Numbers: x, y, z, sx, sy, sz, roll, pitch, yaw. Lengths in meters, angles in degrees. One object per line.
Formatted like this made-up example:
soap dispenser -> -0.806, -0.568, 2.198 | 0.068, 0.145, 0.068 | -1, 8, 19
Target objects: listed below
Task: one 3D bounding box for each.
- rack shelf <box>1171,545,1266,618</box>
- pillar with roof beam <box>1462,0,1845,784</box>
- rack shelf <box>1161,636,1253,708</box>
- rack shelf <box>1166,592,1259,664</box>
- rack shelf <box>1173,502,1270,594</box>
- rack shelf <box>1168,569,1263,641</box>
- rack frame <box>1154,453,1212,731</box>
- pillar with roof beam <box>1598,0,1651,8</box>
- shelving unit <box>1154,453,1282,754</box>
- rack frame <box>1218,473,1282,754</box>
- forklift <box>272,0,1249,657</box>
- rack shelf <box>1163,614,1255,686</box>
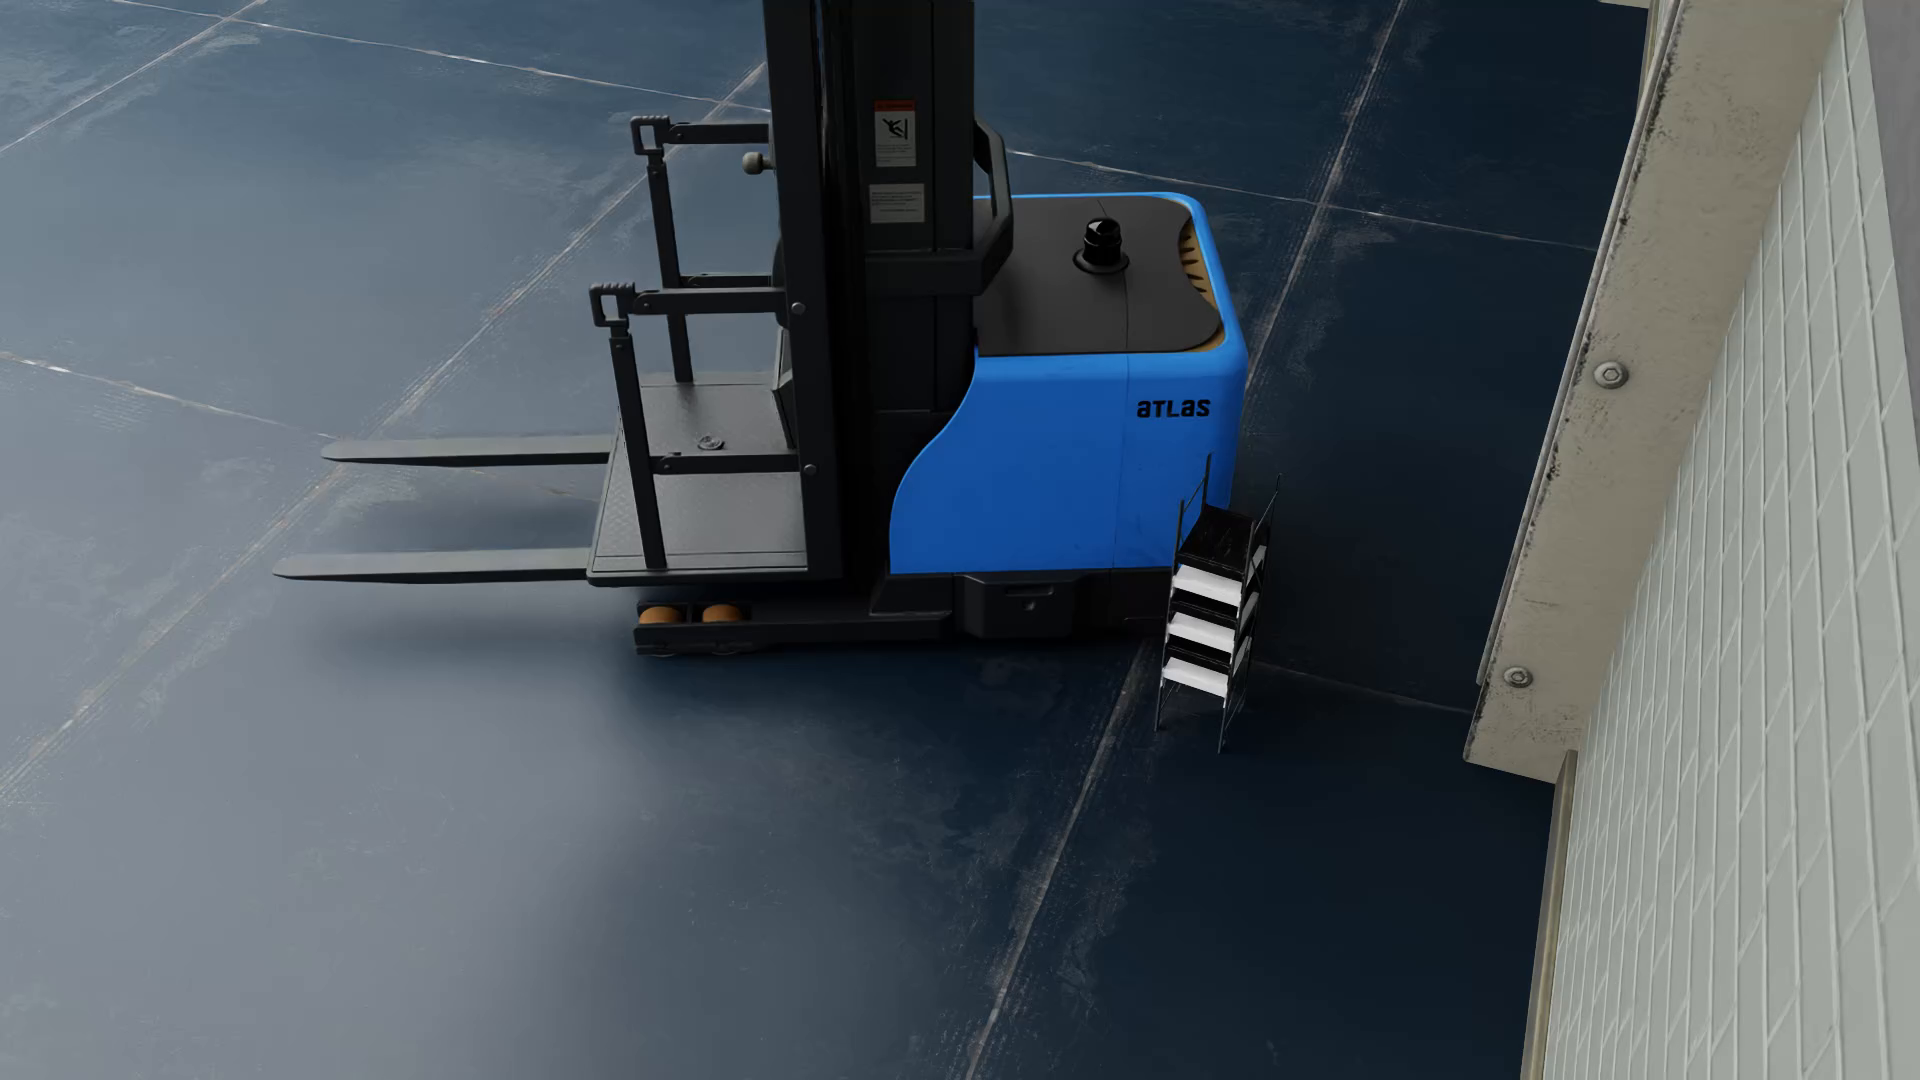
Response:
rack shelf -> 0.739, 0.088, 4.727 | 0.200, 0.077, 0.258 | 18, 44, 20
pillar with roof beam -> -2.329, -3.807, 3.279 | 9.100, 9.000, 0.400 | 13, 42, 15
rack shelf -> 0.739, 0.362, 4.961 | 0.200, 0.077, 0.258 | 18, 44, 20
rack shelf -> 0.739, 0.225, 4.844 | 0.200, 0.077, 0.258 | 18, 44, 20
rack shelf -> 0.739, 0.020, 4.669 | 0.200, 0.077, 0.258 | 18, 44, 20
rack shelf -> 0.739, 0.157, 4.786 | 0.200, 0.077, 0.258 | 18, 44, 20
rack frame -> 0.648, 0.171, 4.857 | 0.006, 0.900, 0.240 | 18, 44, 20
pillar with roof beam -> -0.277, -7.466, 7.568 | 9.100, 9.000, 0.400 | 13, 42, 15
shelving unit -> 0.739, 0.200, 4.823 | 0.210, 0.900, 0.258 | 18, 44, 20
rack frame -> 0.830, 0.229, 4.789 | 0.006, 0.900, 0.240 | 18, 44, 20
forklift -> -0.687, -1.093, 4.773 | 3.031, 2.935, 1.130 | -1, 40, -2
rack shelf -> 0.739, 0.294, 4.903 | 0.200, 0.077, 0.258 | 18, 44, 20
